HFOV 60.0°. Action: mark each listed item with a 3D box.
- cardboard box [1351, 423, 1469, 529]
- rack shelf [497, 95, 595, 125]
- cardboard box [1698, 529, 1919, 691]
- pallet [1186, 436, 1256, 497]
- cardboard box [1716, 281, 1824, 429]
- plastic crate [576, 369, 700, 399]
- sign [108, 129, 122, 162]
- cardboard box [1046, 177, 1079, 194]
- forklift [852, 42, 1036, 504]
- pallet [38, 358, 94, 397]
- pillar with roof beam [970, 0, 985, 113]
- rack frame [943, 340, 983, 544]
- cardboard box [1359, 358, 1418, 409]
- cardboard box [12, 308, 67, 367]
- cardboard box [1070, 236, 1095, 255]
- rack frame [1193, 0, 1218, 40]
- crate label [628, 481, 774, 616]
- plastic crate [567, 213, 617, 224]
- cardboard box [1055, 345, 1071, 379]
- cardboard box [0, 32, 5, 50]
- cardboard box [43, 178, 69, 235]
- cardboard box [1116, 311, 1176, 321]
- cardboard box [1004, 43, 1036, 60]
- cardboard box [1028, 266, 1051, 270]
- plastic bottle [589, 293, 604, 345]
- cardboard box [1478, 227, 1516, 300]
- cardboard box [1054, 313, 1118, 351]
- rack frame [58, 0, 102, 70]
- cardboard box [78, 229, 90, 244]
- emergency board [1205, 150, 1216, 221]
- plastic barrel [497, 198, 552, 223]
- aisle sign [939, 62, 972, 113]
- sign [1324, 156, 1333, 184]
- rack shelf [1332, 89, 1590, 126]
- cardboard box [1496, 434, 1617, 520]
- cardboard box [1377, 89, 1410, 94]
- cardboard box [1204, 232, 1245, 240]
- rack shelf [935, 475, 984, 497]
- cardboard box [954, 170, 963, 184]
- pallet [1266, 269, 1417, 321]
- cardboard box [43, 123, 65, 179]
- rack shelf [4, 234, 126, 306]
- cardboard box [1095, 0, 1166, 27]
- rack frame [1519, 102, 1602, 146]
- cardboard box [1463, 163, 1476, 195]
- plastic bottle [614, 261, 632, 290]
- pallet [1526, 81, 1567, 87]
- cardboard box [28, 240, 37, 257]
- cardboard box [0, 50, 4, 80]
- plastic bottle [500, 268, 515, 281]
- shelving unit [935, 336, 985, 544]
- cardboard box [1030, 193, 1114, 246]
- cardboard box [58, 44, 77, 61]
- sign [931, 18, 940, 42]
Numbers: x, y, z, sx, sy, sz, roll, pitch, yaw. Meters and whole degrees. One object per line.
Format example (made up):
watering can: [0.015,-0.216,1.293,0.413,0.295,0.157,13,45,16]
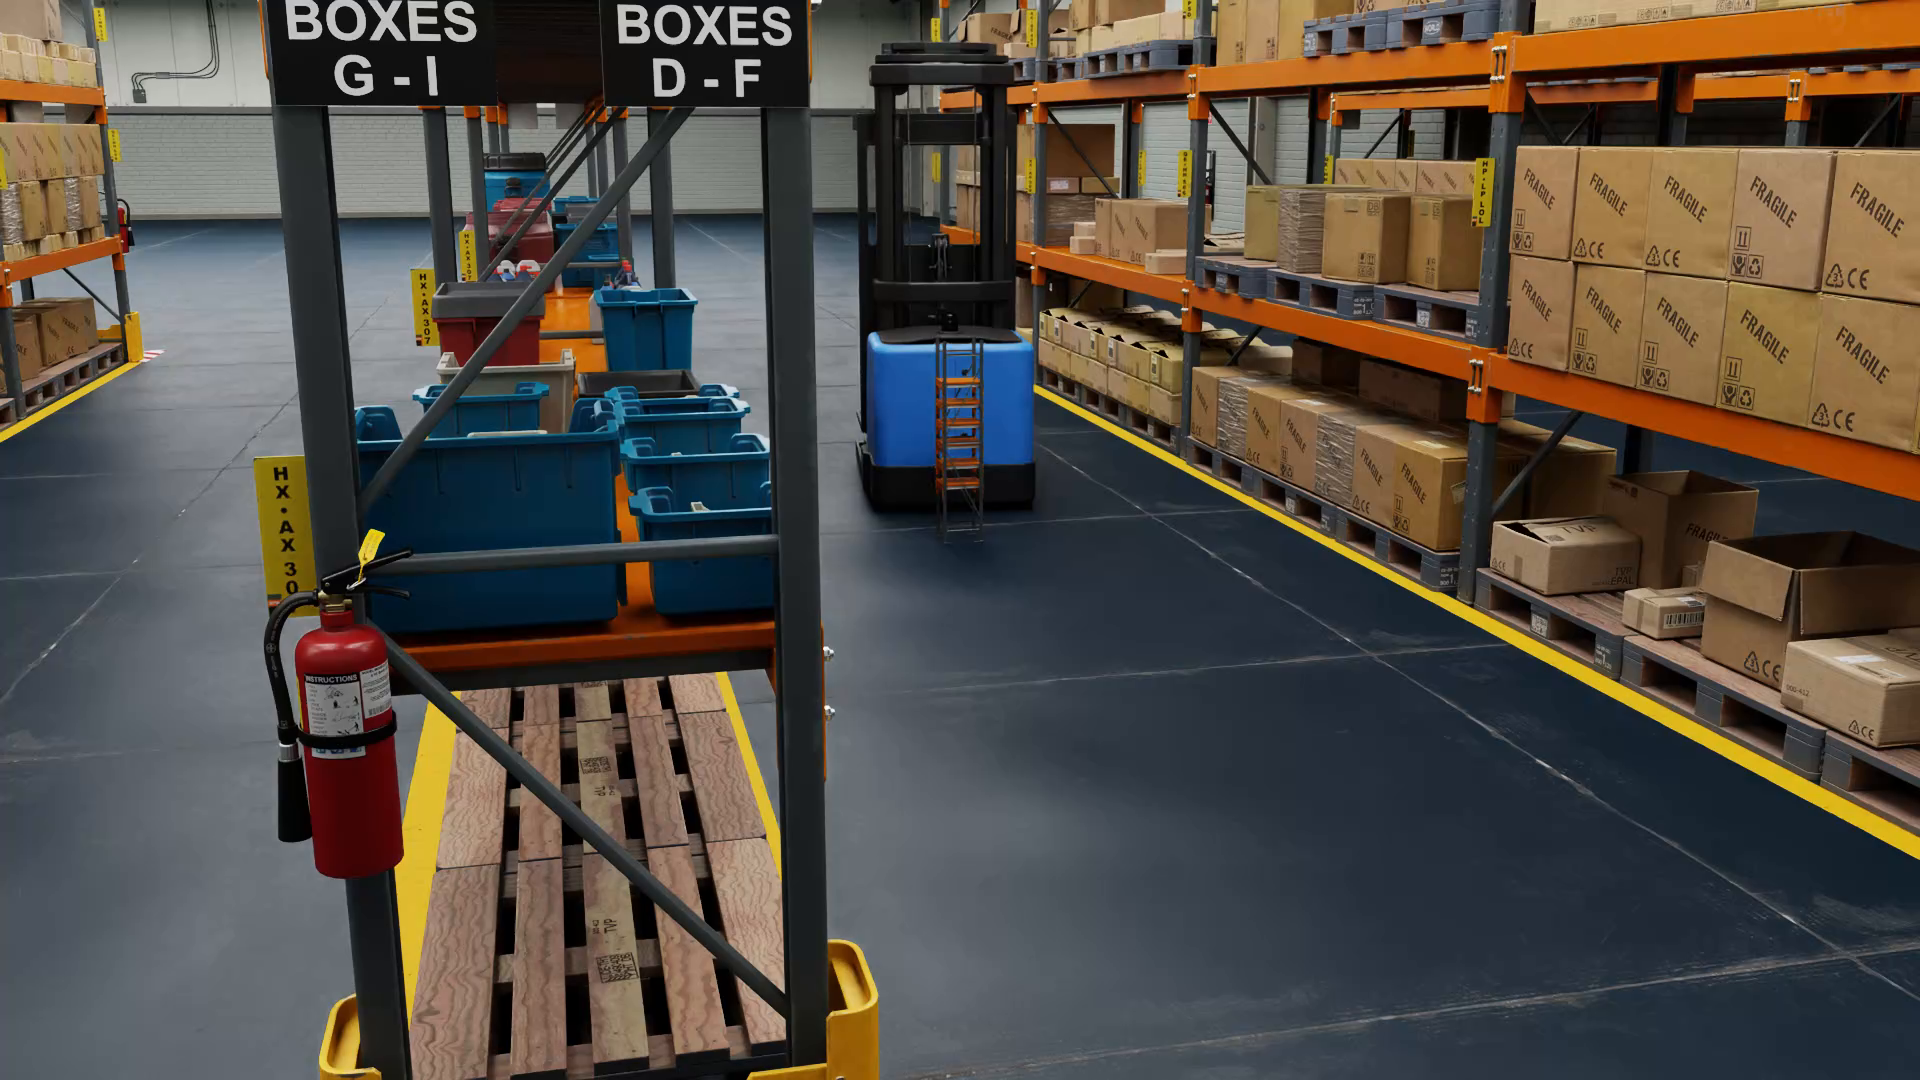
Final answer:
cardboard box: [2.579,-0.370,9.461,0.500,0.500,0.500,-3,14,-13]
rack shelf: [-4.083,-4.298,16.393,1.077,0.370,4.000,-3,14,-13]
cardboard box: [3.527,0.274,6.819,0.797,0.503,0.637,-3,14,-13]
pallet: [2.280,-0.552,11.742,1.003,0.211,1.213,-3,14,-13]
cardboard box: [3.295,-0.723,6.357,0.500,0.500,0.500,-3,14,-14]
plastic crate: [-1.211,-0.535,6.251,0.437,0.125,0.590,-3,14,-13]
sign: [-8.823,-4.118,17.355,0.100,0.325,0.005,-3,14,-13]
cardboard box: [0.930,-3.418,16.021,0.380,0.149,0.250,-3,14,-13]
forklift: [-0.182,-1.949,11.729,1.130,2.935,3.031,-1,14,-6]
pallet: [-8.910,-1.533,15.756,1.003,0.211,1.213,-3,14,-13]
pillar with roof beam: [-3.739,-12.301,41.317,9.100,9.000,0.400,-3,14,-13]
rack frame: [0.018,-0.565,9.712,0.240,1.200,0.006,-3,14,-13]
cardboard box: [2.851,-0.993,10.433,0.500,0.250,0.500,-4,14,-14]
cardboard box: [-8.935,-1.938,15.923,0.500,0.500,0.500,-2,14,-8]
cardboard box: [1.212,-2.666,15.048,0.380,0.149,0.250,-3,14,-13]
rack frame: [2.142,-4.995,11.412,1.000,3.000,0.127,-3,14,-13]
crate label: [-0.533,0.017,3.765,0.416,0.233,0.303,-3,14,-13]
plastic crate: [-2.756,-2.227,12.586,0.402,0.464,0.583,-3,14,-13]
cardboard box: [1.175,-1.647,15.258,0.500,0.250,0.500,-3,14,-12]
cardboard box: [-8.377,-4.244,14.134,0.380,0.149,0.250,-3,14,-13]
cardboard box: [-8.849,-3.097,15.448,0.875,0.500,0.500,-3,14,-13]
cardboard box: [1.704,-1.947,15.305,0.500,0.311,0.500,-3,14,-12]
cardboard box: [0.653,-4.874,16.585,0.380,0.149,0.250,-3,14,-13]
cardboard box: [1.043,-2.707,18.014,0.500,0.500,0.500,-3,14,-13]
plastic bottle: [-1.838,-1.156,8.599,0.152,0.276,0.135,-3,14,-13]
cardboard box: [3.187,-1.533,8.784,0.700,0.500,0.500,-9,16,-32]
cardboard box: [1.170,-1.919,15.191,0.500,0.311,0.500,-3,14,-14]
rack frame: [-9.367,-6.289,16.710,1.000,3.000,0.127,-3,14,-13]
cardboard box: [-8.889,-3.028,16.530,0.380,0.149,0.250,-3,14,-13]
emergency board: [4.130,-6.047,28.356,0.194,1.169,0.643,-3,14,-13]
plastic barrel: [-3.602,-2.562,13.805,0.433,0.535,0.433,0,14,0]
aisle sign: [-0.050,-5.187,19.362,0.394,0.787,0.004,-3,14,-13]
sign: [2.667,-2.637,12.129,0.100,0.325,0.005,-3,14,-13]
rack shelf: [5.547,-4.850,18.653,1.077,0.370,4.000,-3,14,-13]
cardboard box: [3.204,-0.283,9.104,0.500,0.500,0.500,-4,14,-16]
cardboard box: [5.130,-5.382,19.065,0.500,0.500,0.500,-3,14,-11]
cardboard box: [2.120,-2.255,13.024,0.500,0.311,0.500,-3,14,-14]
rack shelf: [-0.003,-0.310,9.866,0.258,0.103,0.180,-3,14,-13]
cardboard box: [0.146,-4.188,19.170,0.380,0.149,0.250,-3,14,-14]
pallet: [2.603,-1.539,10.312,1.003,0.211,1.213,-3,14,-13]
cardboard box: [-8.650,-3.595,15.376,0.500,0.500,0.500,-3,14,-13]
rack shelf: [-8.898,-2.564,15.619,1.077,0.370,4.000,-3,14,-13]
cardboard box: [1.465,-4.682,14.301,0.500,0.500,0.500,-2,14,-8]
rack frame: [6.016,-3.281,17.035,1.000,3.000,0.127,-3,14,-13]
cardboard box: [5.605,-3.674,17.337,0.500,0.500,0.500,-3,14,-13]
plastic bottle: [-1.899,-1.410,9.480,0.144,0.351,0.185,-3,14,-13]
pallet: [6.058,-4.498,16.094,1.213,0.211,1.003,-3,14,-13]
cardboard box: [-8.386,-2.568,14.649,0.380,0.149,0.250,-3,14,-13]
cardboard box: [-8.285,-3.955,13.790,0.500,0.250,0.500,-4,14,-15]
plastic bottle: [-2.718,-1.494,9.992,0.097,0.271,0.097,0,14,0]
shelving unit: [-0.003,-0.586,9.798,0.258,1.200,0.189,-3,14,-13]
cardboard box: [1.092,-3.154,16.307,0.700,0.500,0.500,-4,14,-15]
cardboard box: [-8.799,-4.726,16.108,0.380,0.149,0.250,-3,14,-13]
sign: [-0.278,-5.817,19.088,0.100,0.325,0.005,-3,14,-13]
